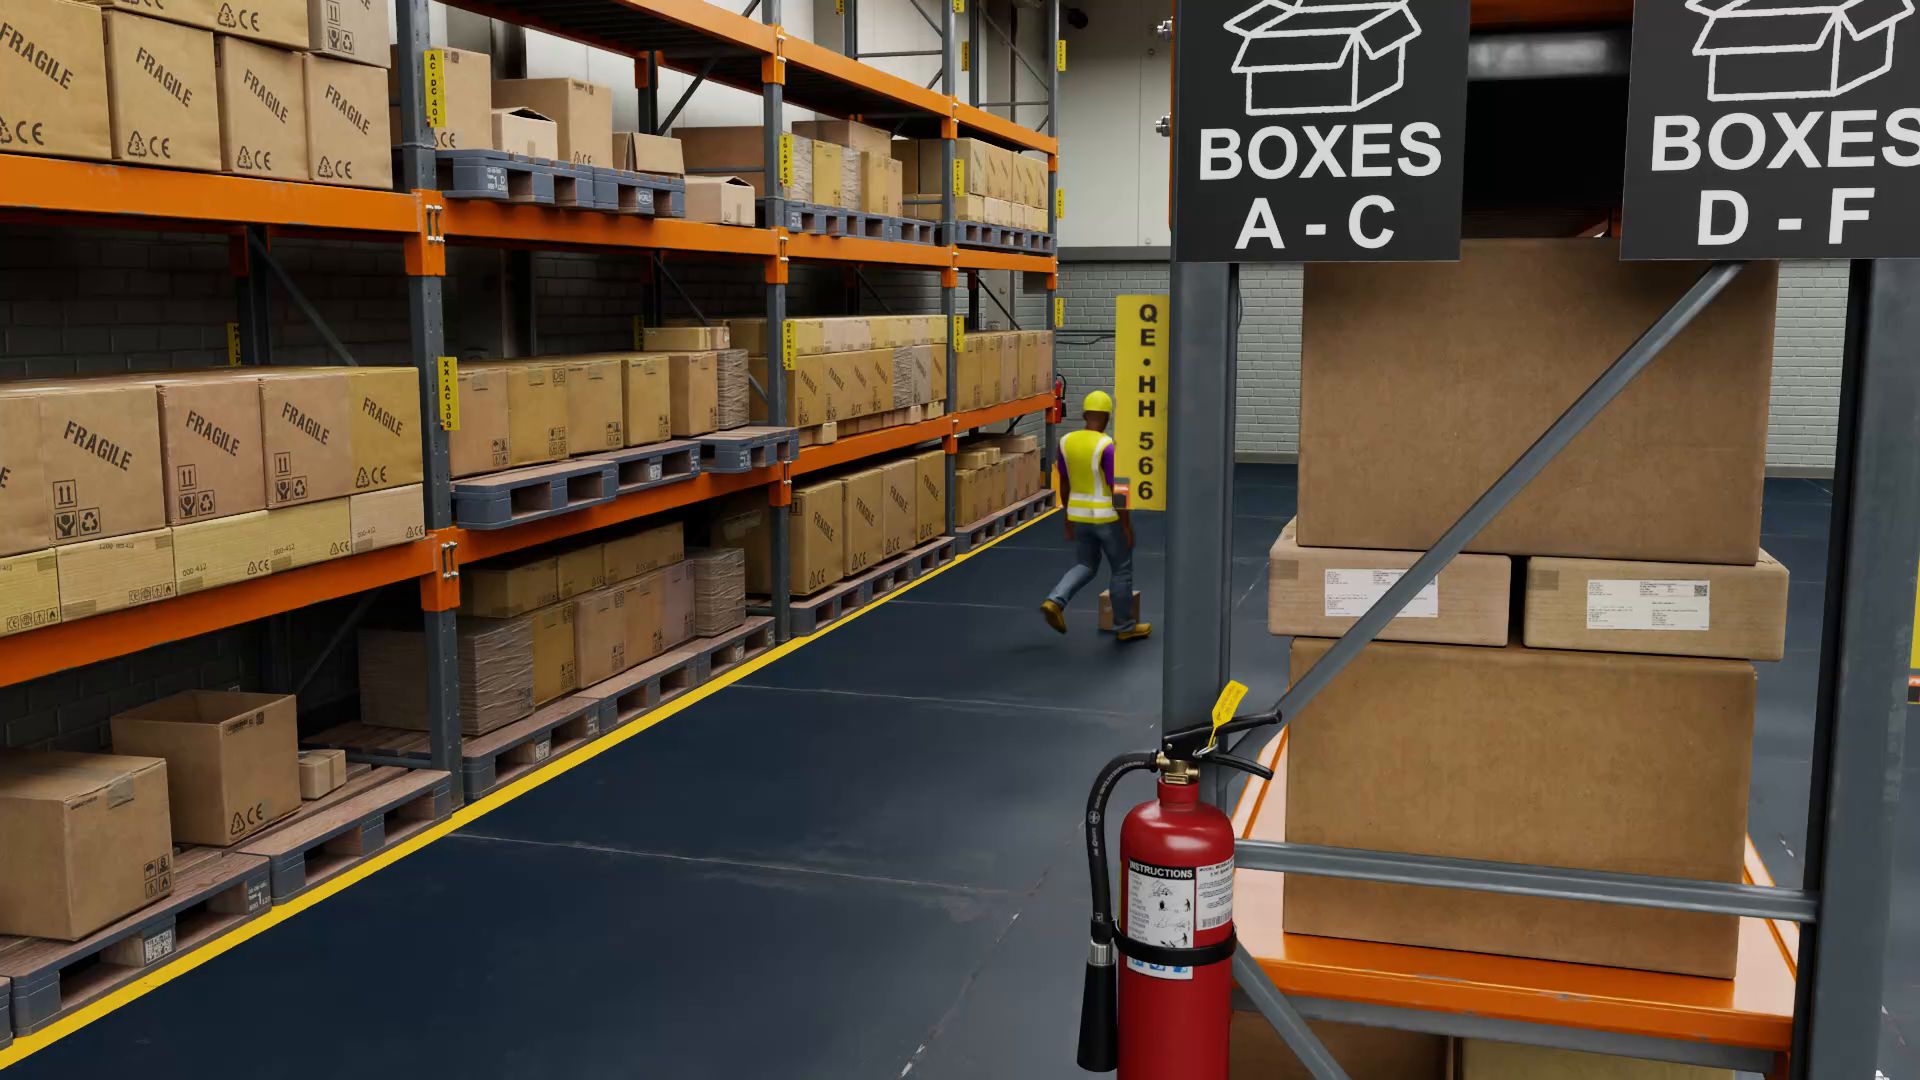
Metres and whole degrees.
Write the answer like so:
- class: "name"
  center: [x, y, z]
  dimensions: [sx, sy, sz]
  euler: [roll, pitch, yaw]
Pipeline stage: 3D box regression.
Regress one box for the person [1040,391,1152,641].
- class: "person"
  center: [0.969, -0.155, 11.402]
  dimensions: [0.840, 1.738, 0.598]
  euler: [-8, 11, -44]
